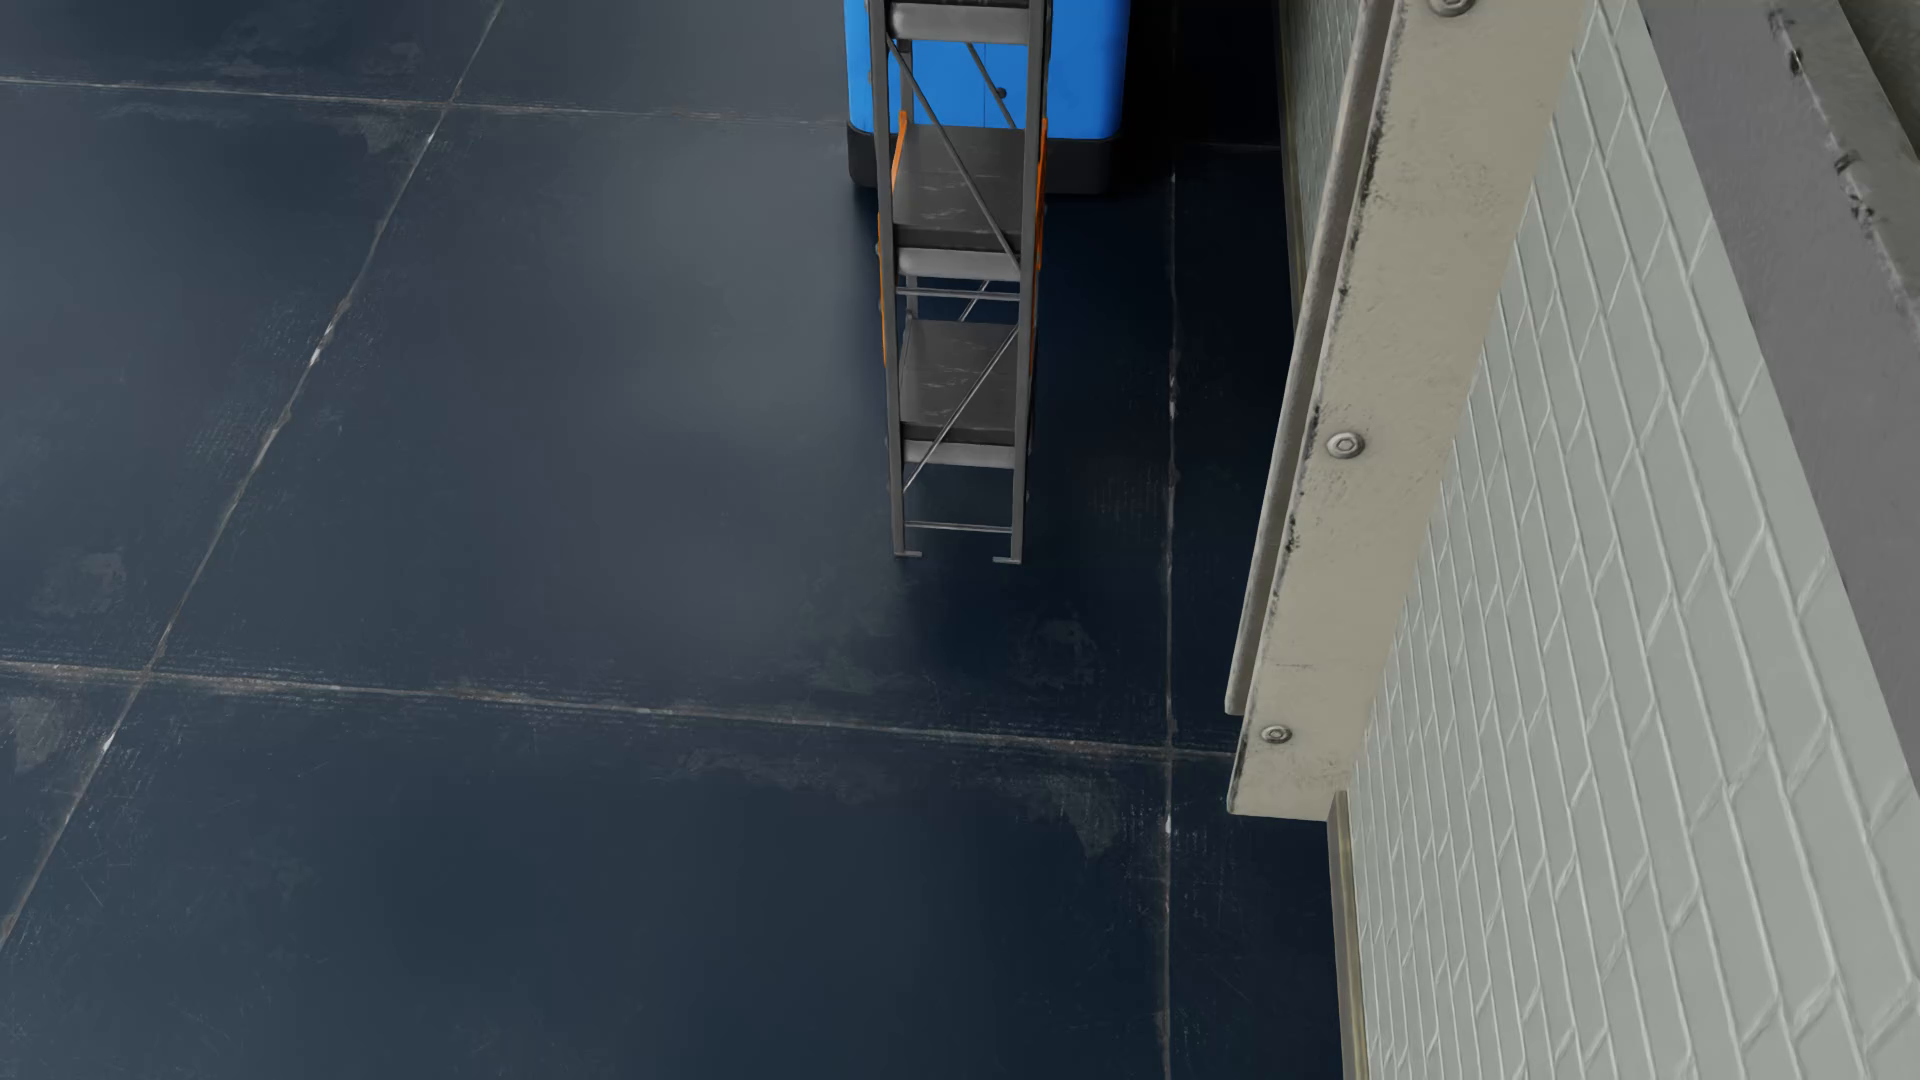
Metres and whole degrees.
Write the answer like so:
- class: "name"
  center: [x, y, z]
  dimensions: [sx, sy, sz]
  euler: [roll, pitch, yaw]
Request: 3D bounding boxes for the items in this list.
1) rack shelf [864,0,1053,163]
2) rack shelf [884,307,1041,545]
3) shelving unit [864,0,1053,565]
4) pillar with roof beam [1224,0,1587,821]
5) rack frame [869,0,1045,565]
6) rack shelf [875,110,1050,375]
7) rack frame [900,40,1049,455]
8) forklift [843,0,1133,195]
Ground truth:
- class: "rack shelf"
  center: [0.015, -1.294, 4.080]
  dimensions: [0.431, 0.518, 0.480]
  euler: [4, 48, 4]
- class: "rack shelf"
  center: [0.015, -0.349, 5.113]
  dimensions: [0.431, 0.518, 0.480]
  euler: [4, 48, 4]
- class: "shelving unit"
  center: [0.015, -0.830, 4.586]
  dimensions: [0.431, 2.100, 0.503]
  euler: [4, 48, 4]
- class: "pillar with roof beam"
  center: [-3.383, -2.712, 1.632]
  dimensions: [9.100, 9.000, 0.400]
  euler: [4, 48, 4]
- class: "rack frame"
  center: [-0.007, -0.651, 4.422]
  dimensions: [0.400, 2.100, 0.015]
  euler: [4, 48, 4]
- class: "rack shelf"
  center: [0.015, -0.821, 4.597]
  dimensions: [0.431, 0.518, 0.480]
  euler: [4, 48, 4]
- class: "rack frame"
  center: [0.037, -1.010, 4.750]
  dimensions: [0.400, 2.100, 0.015]
  euler: [4, 48, 4]
- class: "forklift"
  center: [0.168, -3.393, 6.367]
  dimensions: [1.130, 2.935, 3.031]
  euler: [2, 48, 2]
